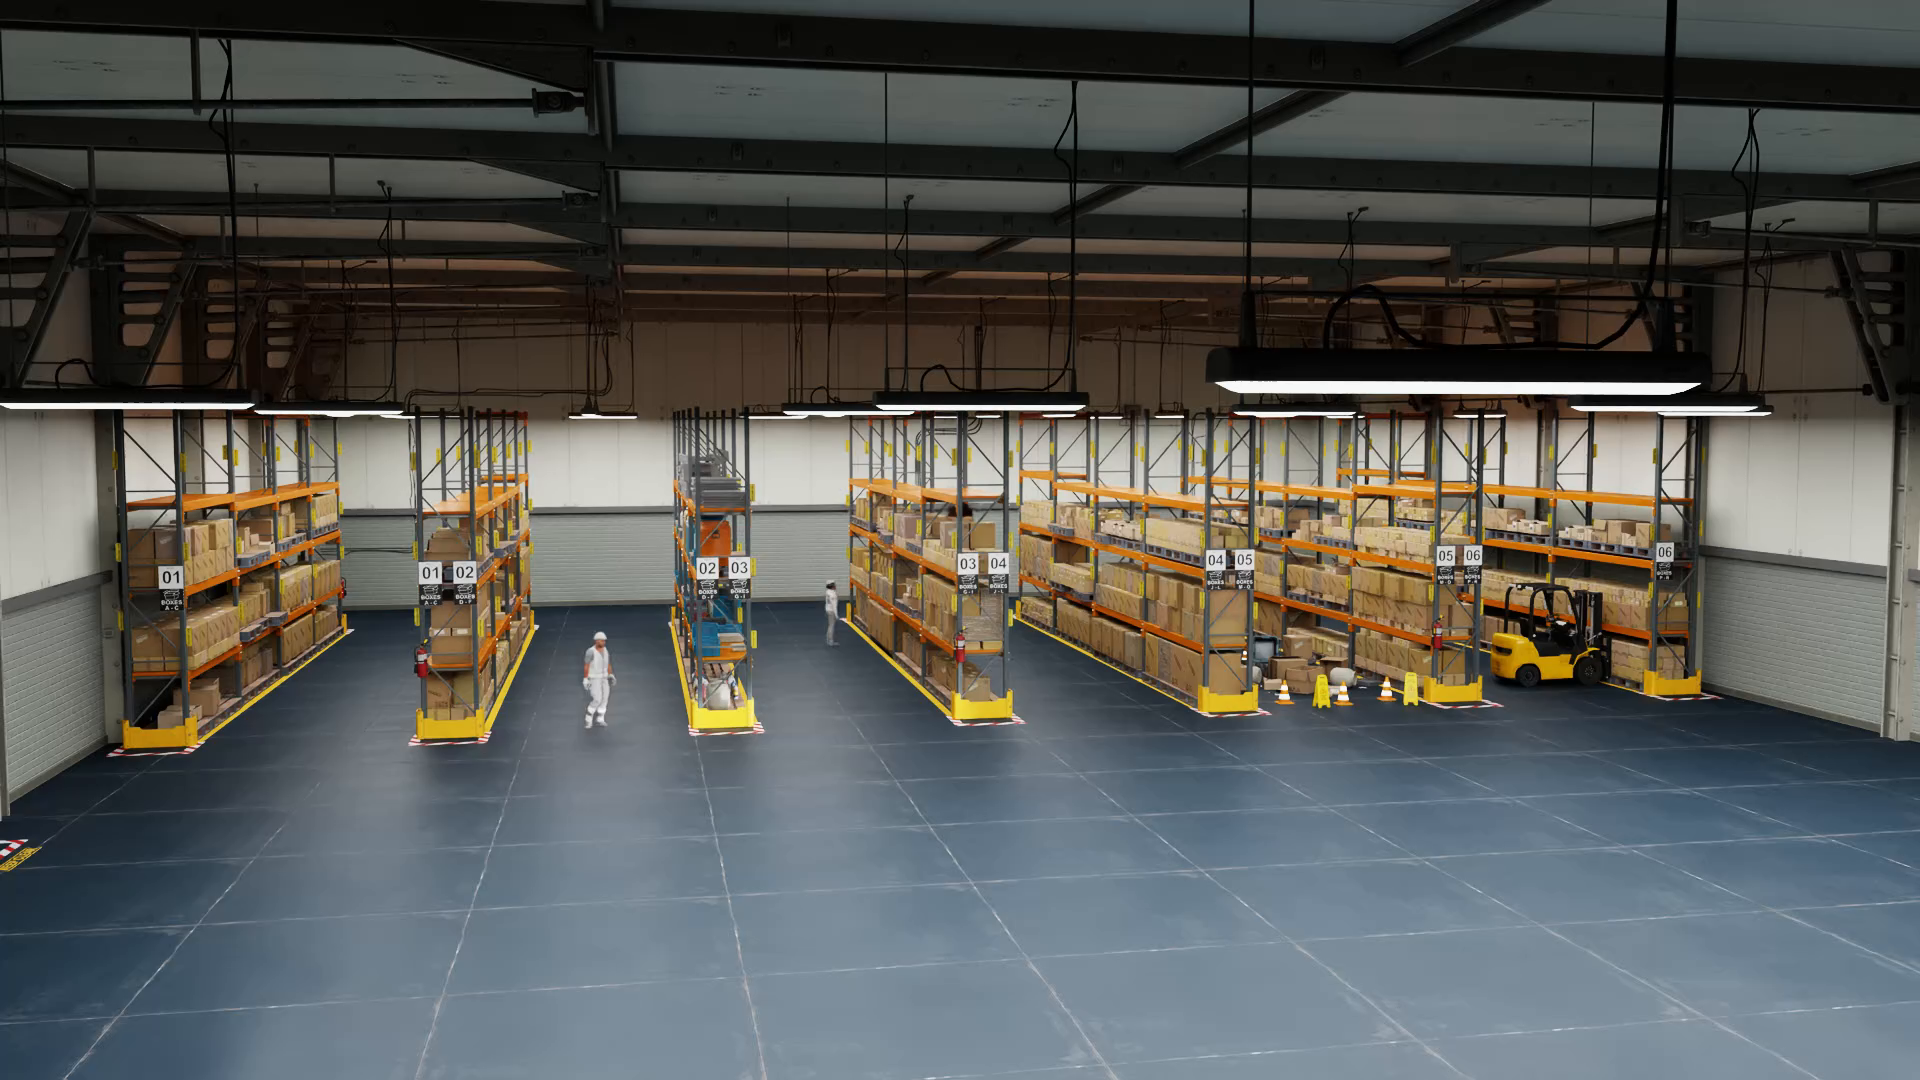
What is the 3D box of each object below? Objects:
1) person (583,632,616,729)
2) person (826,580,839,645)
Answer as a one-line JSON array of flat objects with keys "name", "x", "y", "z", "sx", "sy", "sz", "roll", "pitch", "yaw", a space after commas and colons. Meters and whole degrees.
[{"name": "person", "x": -6.779, "y": 2.632, "z": 31.277, "sx": 0.393, "sy": 1.801, "sz": 0.649, "roll": 3, "pitch": 5, "yaw": 33}, {"name": "person", "x": -3.268, "y": 1.880, "z": 42.521, "sx": 0.328, "sy": 1.741, "sz": 0.545, "roll": -1, "pitch": 4, "yaw": -14}]
